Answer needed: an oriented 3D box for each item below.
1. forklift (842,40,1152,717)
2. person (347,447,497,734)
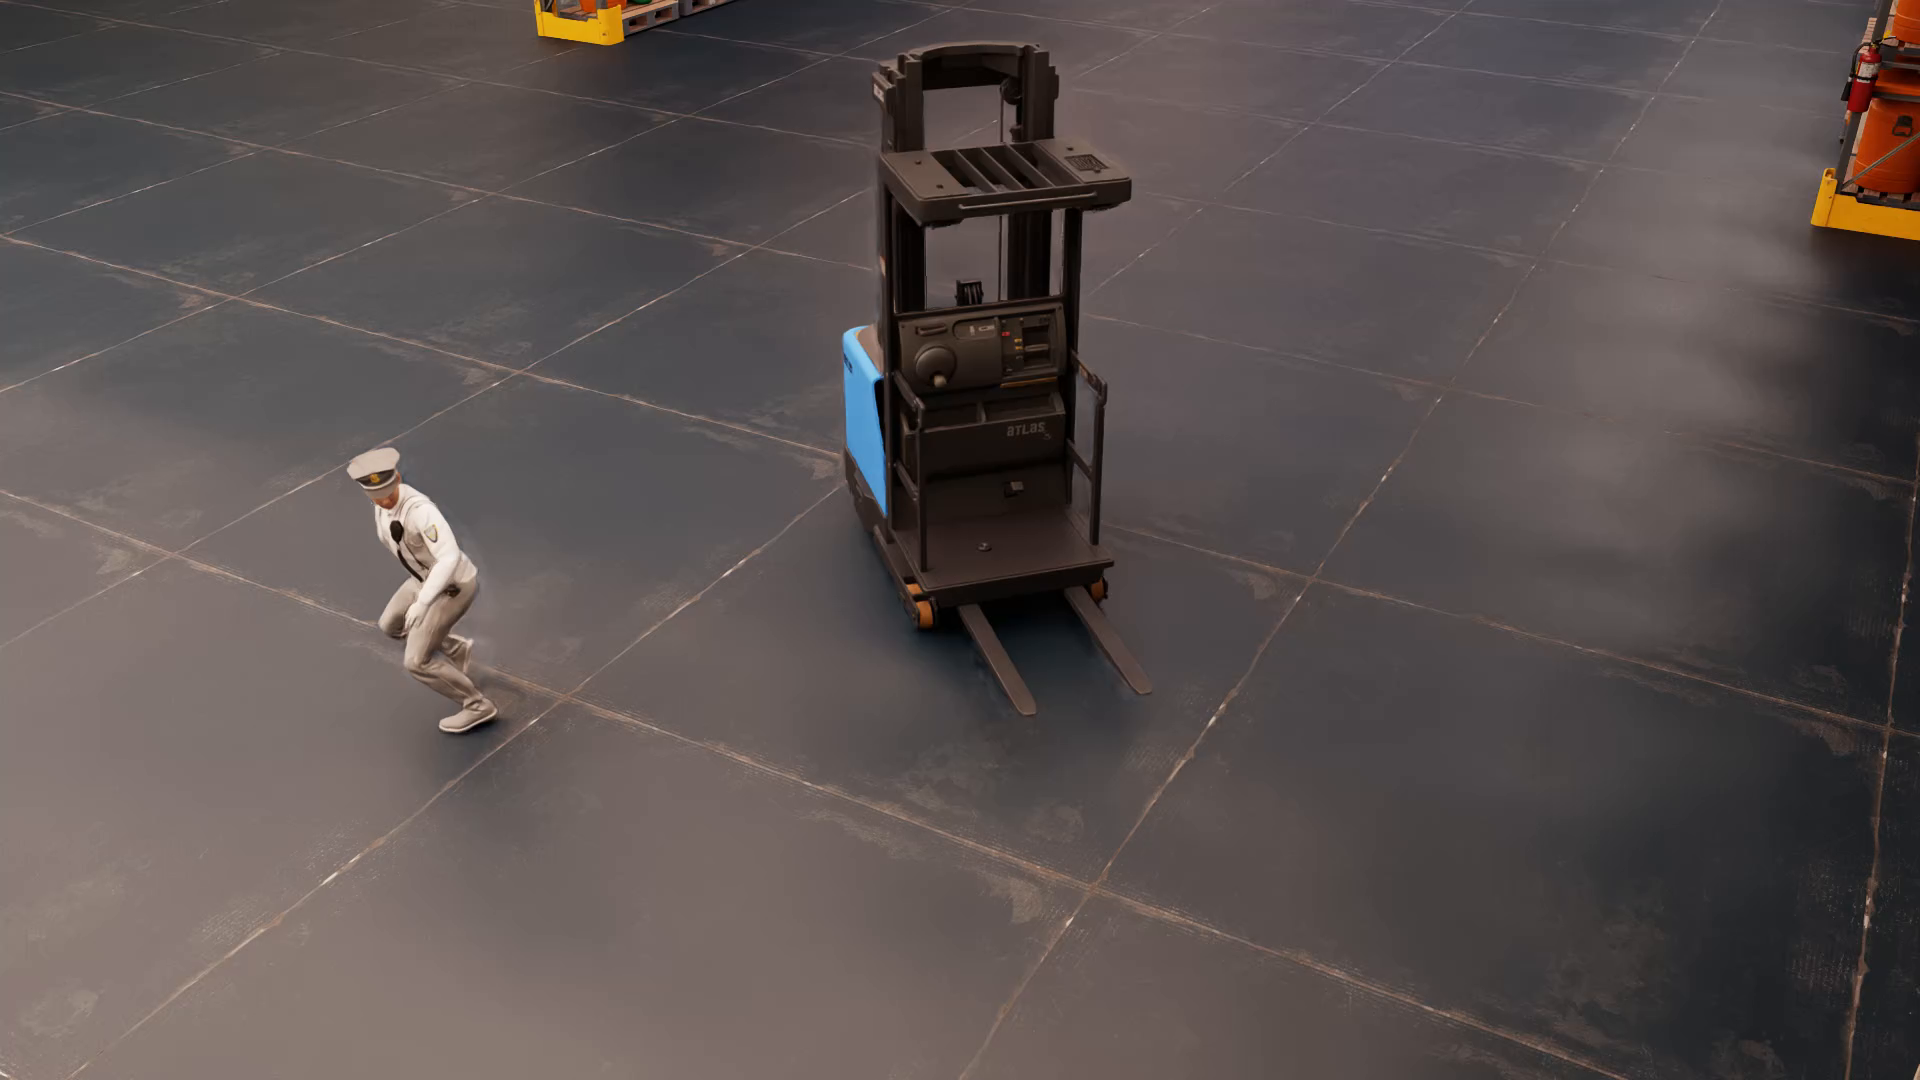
[{"bbox_3d":[0.191,-0.995,8.794,1.130,2.935,3.031,-9,31,-15],"label":"forklift"},{"bbox_3d":[-2.651,0.213,8.197,0.494,1.533,0.914,-18,34,-28],"label":"person"}]
